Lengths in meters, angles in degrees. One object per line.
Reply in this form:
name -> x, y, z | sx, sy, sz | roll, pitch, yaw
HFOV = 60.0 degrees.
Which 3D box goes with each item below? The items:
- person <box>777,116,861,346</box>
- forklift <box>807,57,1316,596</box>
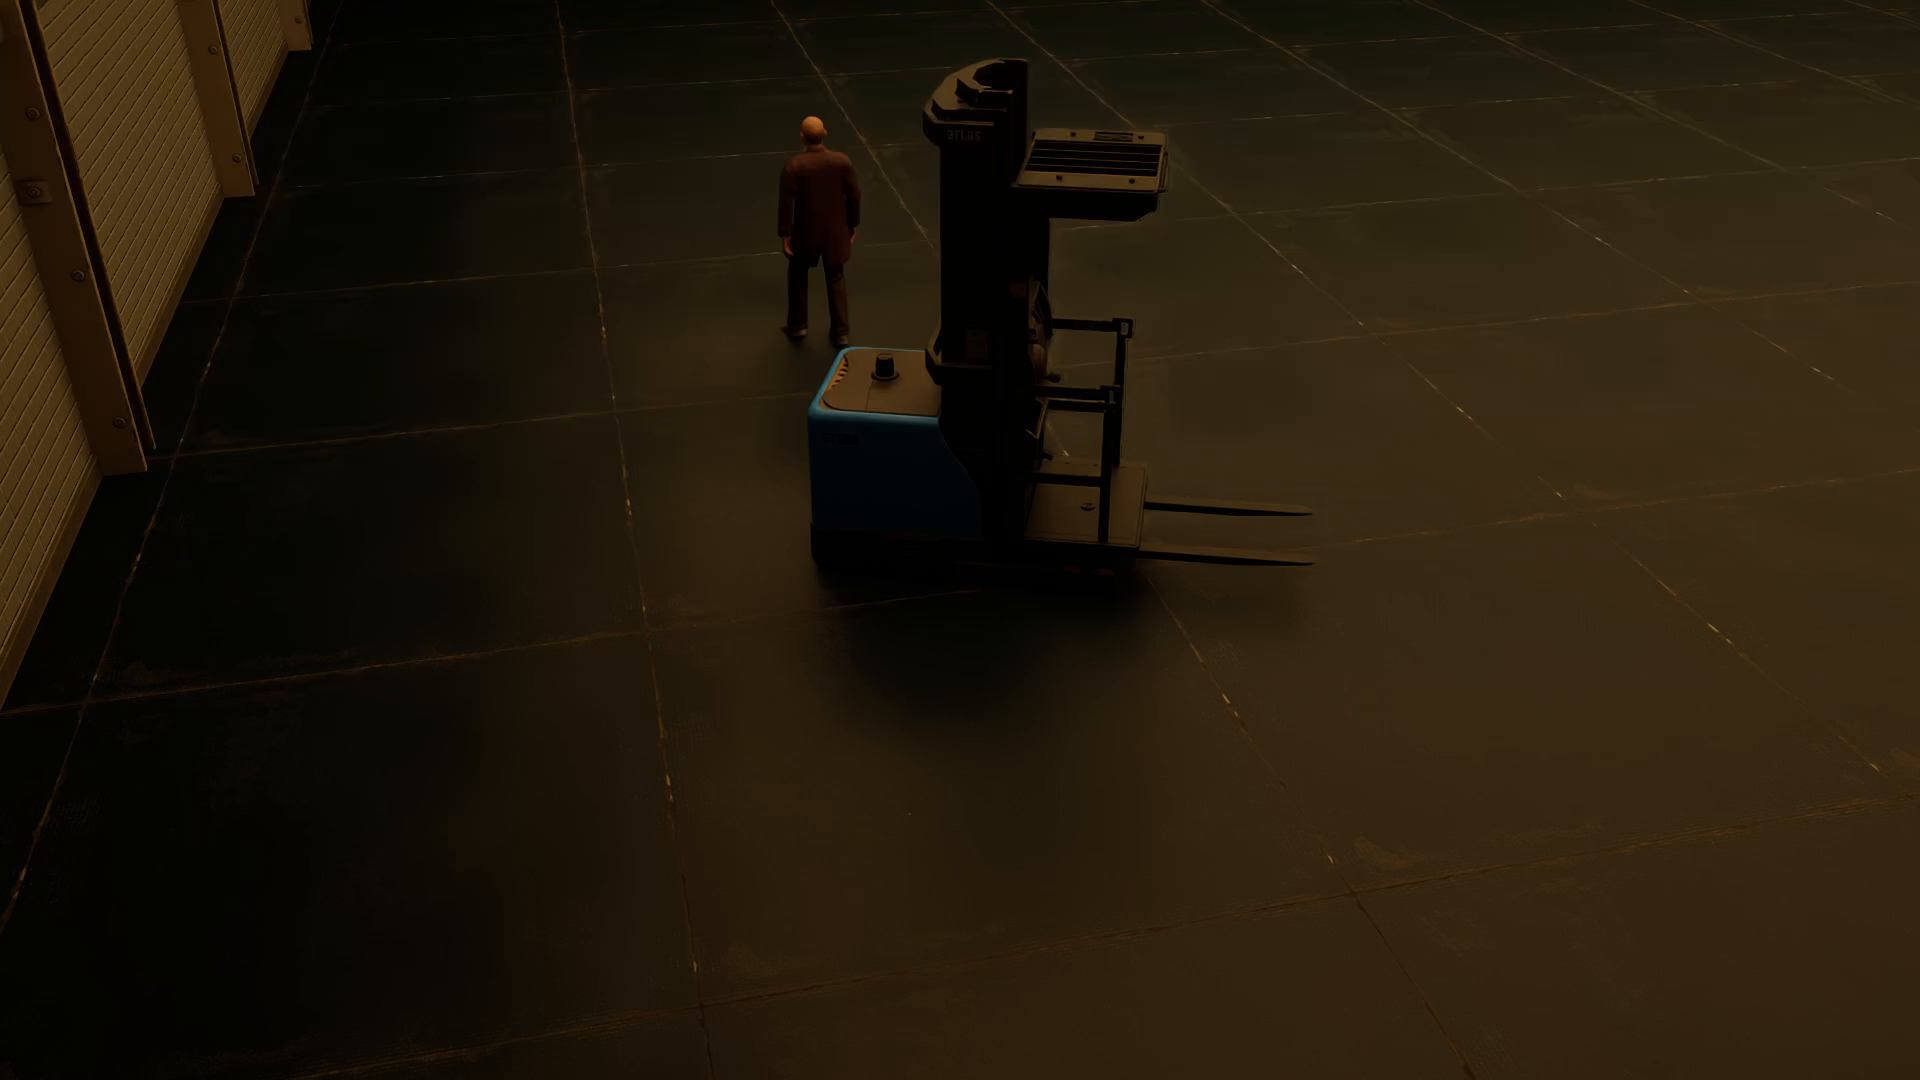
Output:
person -> -1.103, -2.395, 12.916 | 0.671, 1.804, 0.576 | -8, 31, -14
forklift -> 0.653, -1.218, 9.679 | 3.031, 2.935, 1.130 | 4, 30, 8
